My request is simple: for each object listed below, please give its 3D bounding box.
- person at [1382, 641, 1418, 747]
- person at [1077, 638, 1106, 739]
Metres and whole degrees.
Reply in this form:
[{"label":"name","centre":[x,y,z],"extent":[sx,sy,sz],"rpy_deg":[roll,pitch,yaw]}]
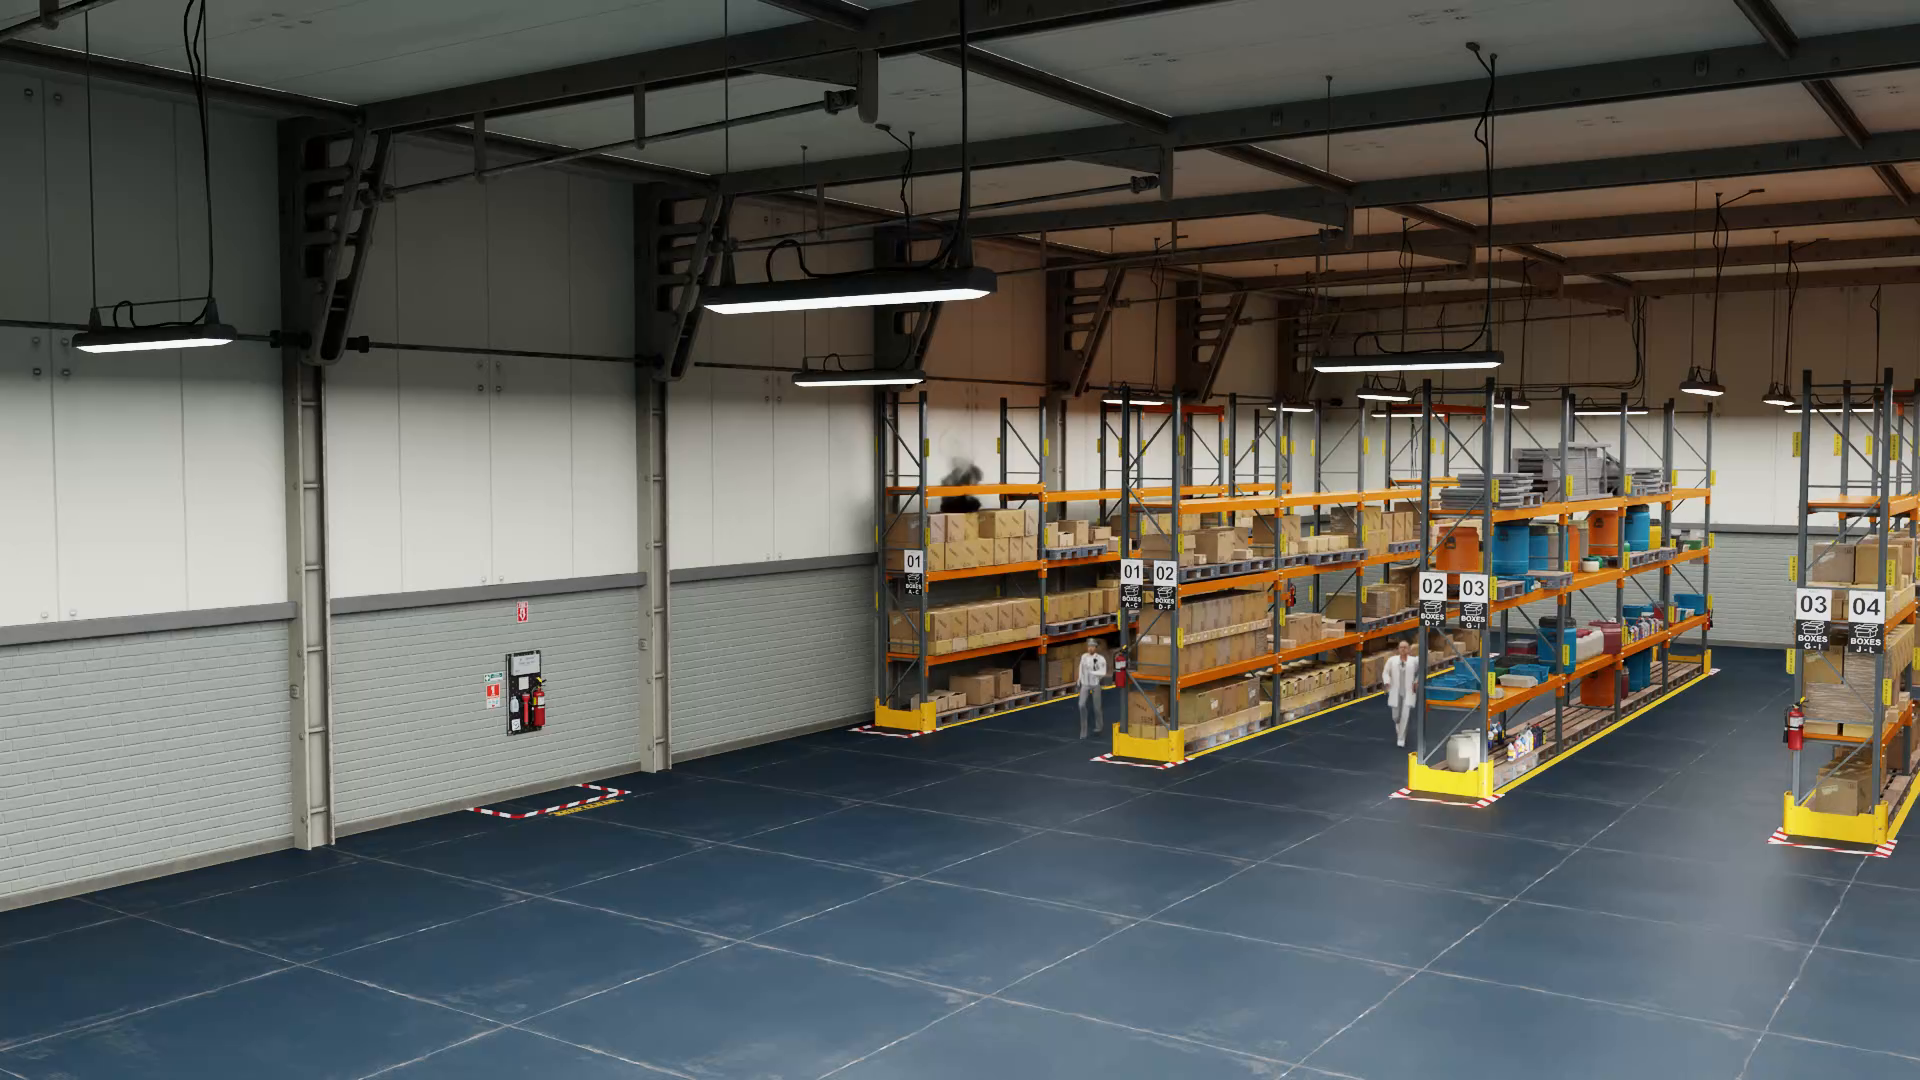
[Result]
[{"label":"person","centre":[7.491,2.581,28.092],"extent":[0.711,1.743,0.756],"rpy_deg":[1,3,20]},{"label":"person","centre":[2.271,2.562,28.798],"extent":[0.576,1.749,0.710],"rpy_deg":[1,3,22]}]
